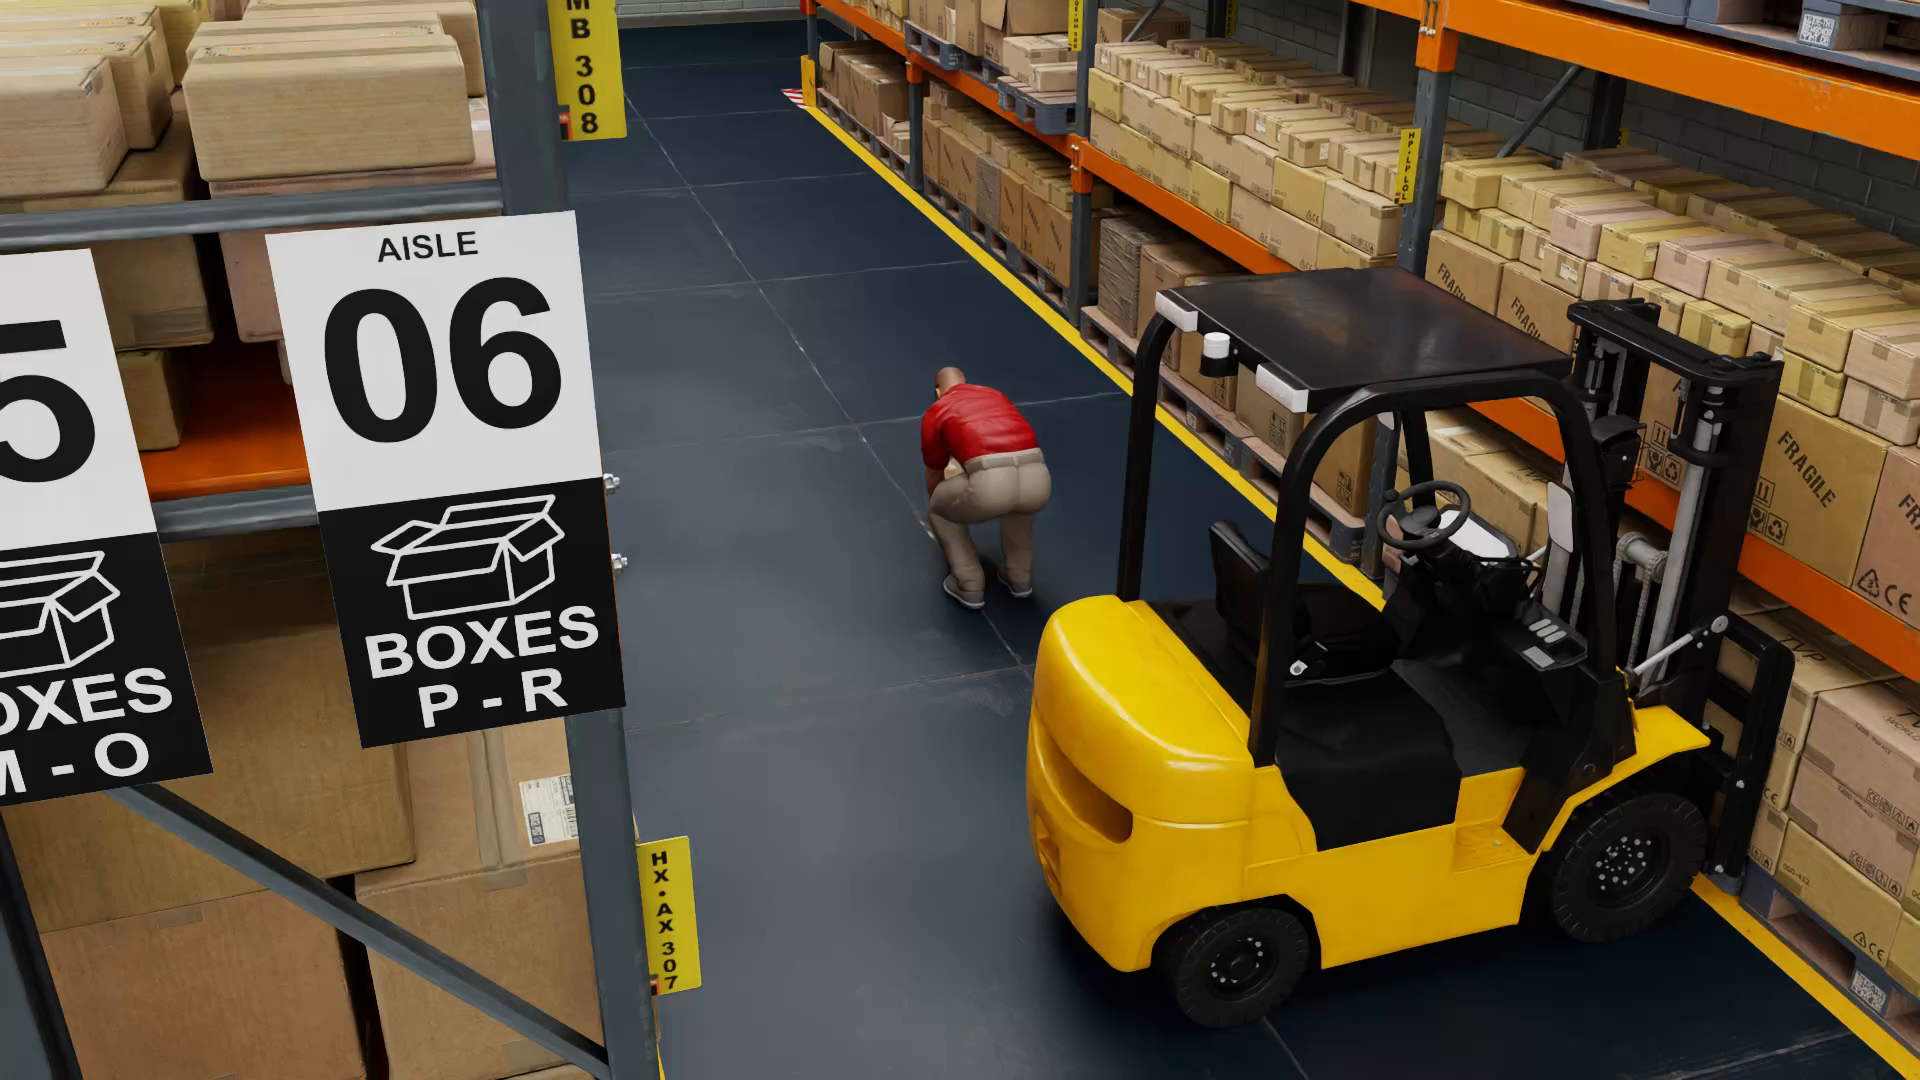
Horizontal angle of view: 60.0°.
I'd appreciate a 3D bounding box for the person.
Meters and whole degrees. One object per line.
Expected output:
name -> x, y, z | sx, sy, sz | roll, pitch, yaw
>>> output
person -> 0.098, -0.244, 7.980 | 0.536, 0.981, 0.930 | -9, 28, -18
